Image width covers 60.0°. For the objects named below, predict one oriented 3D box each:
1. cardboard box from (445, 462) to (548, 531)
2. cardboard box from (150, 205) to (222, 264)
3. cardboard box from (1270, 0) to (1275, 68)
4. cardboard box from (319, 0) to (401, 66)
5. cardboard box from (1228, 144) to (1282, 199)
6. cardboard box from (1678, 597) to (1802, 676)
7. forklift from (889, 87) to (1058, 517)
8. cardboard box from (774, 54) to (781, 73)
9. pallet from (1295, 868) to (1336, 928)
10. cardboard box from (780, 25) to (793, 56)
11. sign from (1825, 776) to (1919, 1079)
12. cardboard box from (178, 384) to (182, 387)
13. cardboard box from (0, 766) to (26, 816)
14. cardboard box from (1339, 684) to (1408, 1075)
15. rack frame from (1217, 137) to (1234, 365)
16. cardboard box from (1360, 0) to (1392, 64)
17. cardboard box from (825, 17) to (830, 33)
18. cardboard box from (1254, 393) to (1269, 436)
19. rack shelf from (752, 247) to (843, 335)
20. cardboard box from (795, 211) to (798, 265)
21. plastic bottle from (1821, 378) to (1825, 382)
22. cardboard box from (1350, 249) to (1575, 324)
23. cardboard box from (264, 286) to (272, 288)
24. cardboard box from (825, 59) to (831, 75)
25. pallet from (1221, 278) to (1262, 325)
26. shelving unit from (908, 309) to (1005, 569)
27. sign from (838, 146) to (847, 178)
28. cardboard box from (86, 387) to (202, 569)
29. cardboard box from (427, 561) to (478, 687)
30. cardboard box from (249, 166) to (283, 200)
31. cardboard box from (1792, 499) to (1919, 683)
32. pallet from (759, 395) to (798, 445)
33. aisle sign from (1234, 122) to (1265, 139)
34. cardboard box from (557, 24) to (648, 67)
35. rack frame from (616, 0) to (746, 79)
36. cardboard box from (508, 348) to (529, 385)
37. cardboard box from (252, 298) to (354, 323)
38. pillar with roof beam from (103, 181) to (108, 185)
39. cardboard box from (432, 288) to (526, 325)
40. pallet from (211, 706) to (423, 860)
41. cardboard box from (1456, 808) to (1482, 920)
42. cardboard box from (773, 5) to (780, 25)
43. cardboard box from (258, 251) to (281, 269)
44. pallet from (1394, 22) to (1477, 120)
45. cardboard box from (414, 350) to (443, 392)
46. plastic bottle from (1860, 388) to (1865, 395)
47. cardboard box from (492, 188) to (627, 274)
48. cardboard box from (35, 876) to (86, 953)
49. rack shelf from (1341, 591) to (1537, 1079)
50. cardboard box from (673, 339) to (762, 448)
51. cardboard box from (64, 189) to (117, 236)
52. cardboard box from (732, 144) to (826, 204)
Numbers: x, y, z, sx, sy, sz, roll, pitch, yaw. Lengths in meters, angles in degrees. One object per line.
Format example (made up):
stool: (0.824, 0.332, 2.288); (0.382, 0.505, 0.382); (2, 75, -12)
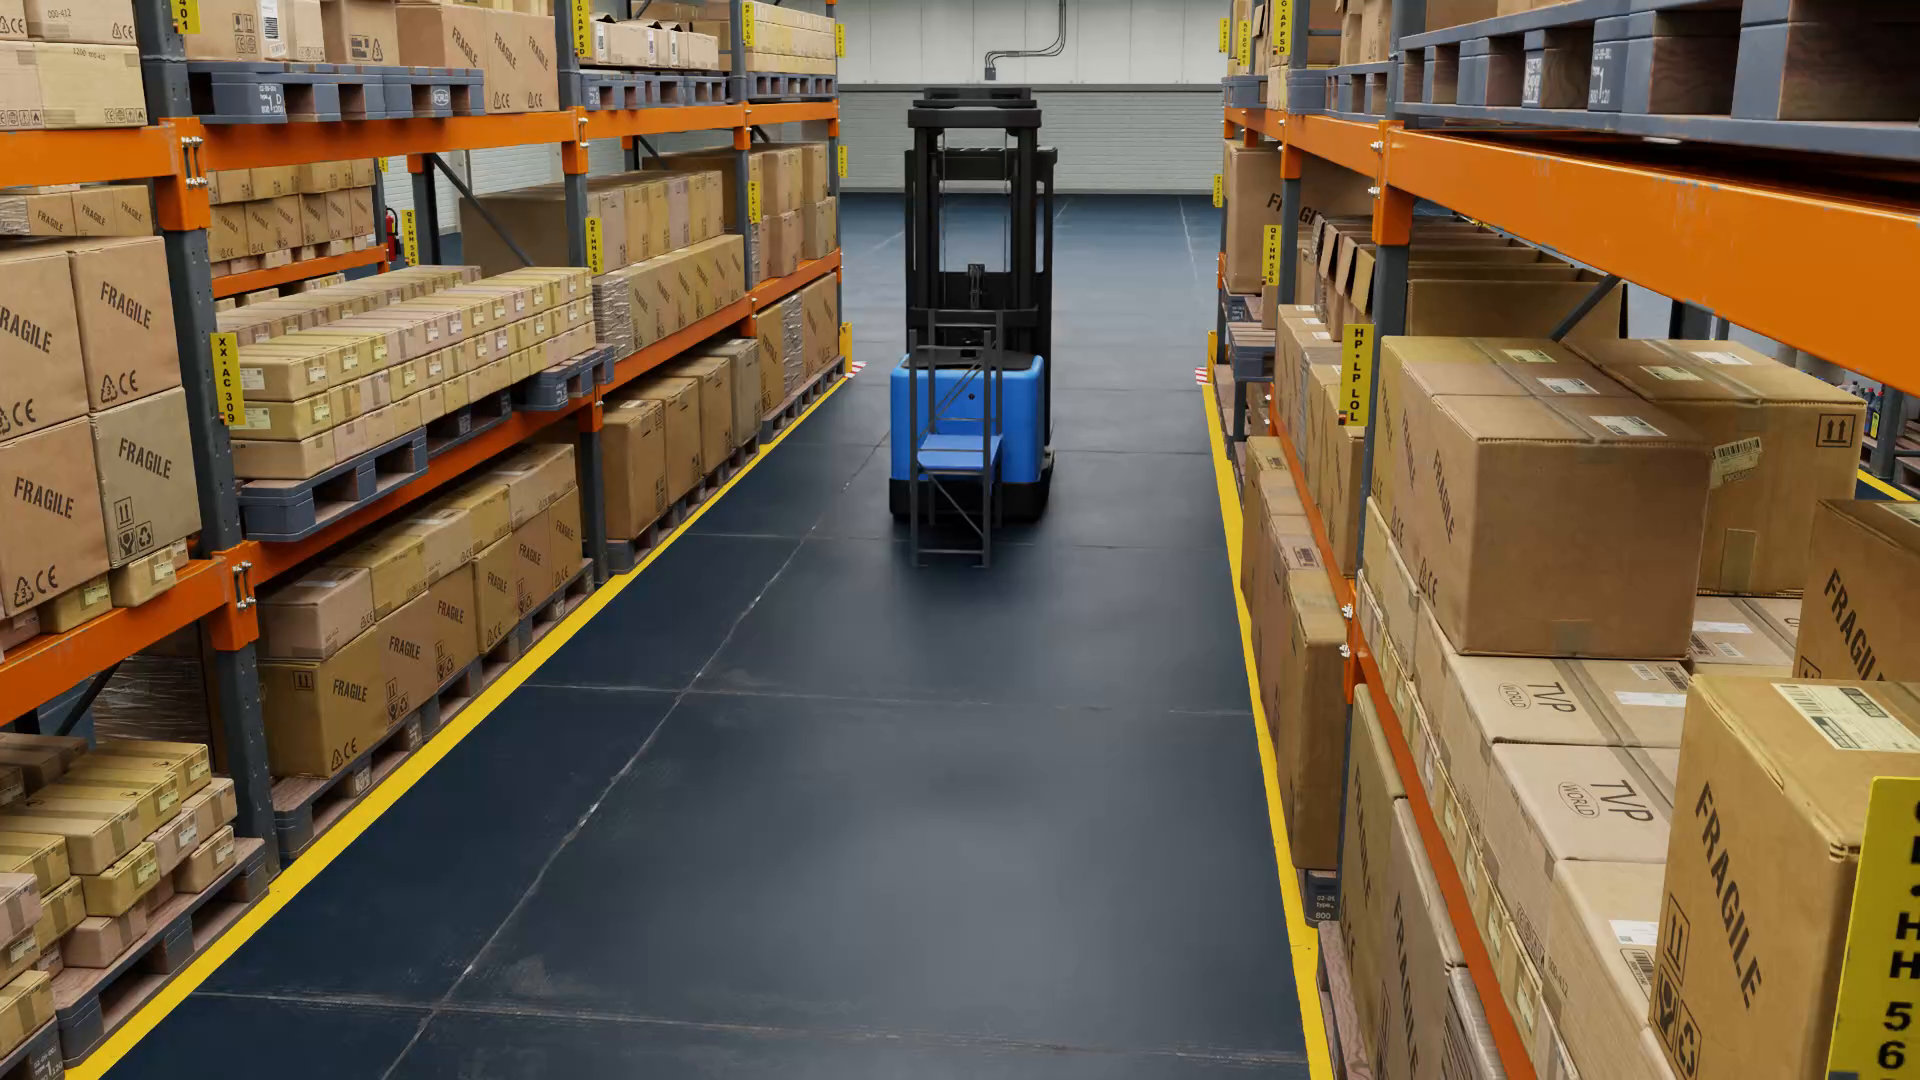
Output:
cardboard box: (-2.527, -0.240, 8.849); (0.500, 0.250, 0.500); (2, 15, 7)
cardboard box: (-6.816, -2.653, 14.464); (0.500, 0.500, 0.500); (2, 15, 6)
cardboard box: (2.176, -3.156, 10.190); (0.500, 0.500, 0.500); (2, 15, 7)
cardboard box: (-2.811, -2.258, 7.016); (0.797, 0.503, 0.637); (1, 15, 6)
cardboard box: (2.653, -3.251, 14.763); (0.500, 0.500, 0.500); (2, 15, 6)
cardboard box: (1.899, 0.330, 3.914); (0.500, 0.250, 0.500); (2, 15, 7)
forklift: (0.163, -1.908, 12.604); (1.130, 2.935, 3.031); (1, 15, 5)
cardboard box: (-1.749, -4.094, 14.296); (0.380, 0.149, 0.250); (1, 15, 5)
pallet: (1.813, 1.156, 6.484); (1.003, 0.211, 1.213); (2, 15, 6)
cardboard box: (-1.768, -4.386, 14.610); (0.500, 0.250, 0.500); (2, 15, 6)
sign: (0.812, 0.356, 1.425); (0.100, 0.325, 0.005); (2, 15, 6)
cardboard box: (-3.239, -0.563, 6.604); (0.380, 0.149, 0.250); (2, 15, 7)
cardboard box: (-3.451, 0.879, 5.683); (0.380, 0.149, 0.250); (2, 15, 9)
cardboard box: (1.647, 1.004, 4.970); (0.875, 0.875, 0.875); (2, 15, 6)
rack frame: (3.155, -3.100, 16.882); (1.000, 3.000, 0.127); (2, 15, 6)
cardboard box: (2.043, -2.196, 6.787); (0.797, 0.503, 0.637); (1, 15, 5)
cardboard box: (-1.492, -5.073, 16.389); (0.380, 0.149, 0.250); (2, 15, 7)
cardboard box: (2.541, -0.787, 12.272); (0.700, 0.500, 0.500); (2, 15, 6)
rack shelf: (-1.987, -2.407, 15.695); (1.077, 0.370, 4.000); (2, 15, 6)
cardboard box: (-2.006, -2.824, 15.572); (0.875, 0.550, 0.500); (2, 15, 6)
plastic bottle: (7.512, -1.274, 14.511); (0.097, 0.271, 0.097); (0, 15, 0)
cardboard box: (1.954, -0.864, 6.498); (0.797, 0.503, 0.637); (2, 15, 7)
cardboard box: (-7.059, -2.423, 17.401); (0.500, 0.500, 0.500); (1, 15, 4)
cardboard box: (-1.492, -4.689, 16.495); (0.380, 0.149, 0.250); (2, 15, 7)
pallet: (2.473, -1.777, 12.353); (1.003, 0.211, 1.213); (2, 15, 6)
shelving unit: (-0.012, -0.683, 10.816); (0.538, 1.500, 1.048); (1, 15, 5)
sign: (-1.224, -3.926, 17.264); (0.100, 0.325, 0.005); (2, 15, 6)
cardboard box: (-2.890, -0.219, 5.462); (0.500, 0.500, 0.500); (2, 15, 6)
cardboard box: (-2.665, 0.386, 7.972); (0.500, 0.500, 0.500); (2, 15, 7)
cardboard box: (-6.715, -3.398, 15.307); (0.700, 0.500, 0.500); (1, 15, 5)
cardboard box: (1.781, 0.235, 2.826); (0.500, 0.500, 0.500); (1, 15, 5)
pallet: (-2.050, -1.084, 14.767); (1.003, 0.211, 1.213); (2, 15, 6)
aisle sign: (2.864, -4.380, 16.635); (0.394, 0.787, 0.004); (2, 15, 6)
cardboard box: (-2.308, -3.136, 10.557); (0.500, 0.250, 0.500); (2, 15, 8)
rack frame: (-2.213, -5.131, 12.899); (1.000, 3.000, 0.127); (2, 15, 6)
cardboard box: (-2.382, -0.872, 8.319); (0.380, 0.149, 0.250); (1, 15, 4)
cardboard box: (-3.088, -1.047, 7.824); (0.380, 0.149, 0.250); (1, 15, 5)
pillar with roof beam: (-7.644, -7.709, 22.432); (9.100, 9.000, 0.400); (2, 15, 6)
cardboard box: (-2.384, -1.161, 8.247); (0.380, 0.149, 0.250); (2, 15, 6)
pallet: (-3.029, 0.984, 7.120); (1.003, 0.211, 1.213); (2, 15, 6)
cardboard box: (1.235, 0.672, 3.411); (0.380, 0.149, 0.250); (2, 15, 7)
cardboard box: (-1.749, -4.480, 14.195); (0.380, 0.149, 0.250); (1, 15, 5)
cardboard box: (-6.635, -2.637, 15.651); (0.380, 0.149, 0.250); (2, 15, 7)
pallet: (1.698, -1.181, 4.208); (1.003, 0.211, 1.213); (2, 15, 6)
cardboard box: (-2.501, -0.746, 7.281); (0.380, 0.149, 0.250); (2, 15, 9)
plastic bottle: (7.574, -1.131, 13.959); (0.061, 0.283, 0.133); (2, 15, 6)
cardboard box: (-2.548, -1.976, 10.617); (0.700, 0.500, 0.500); (1, 15, 5)
cardboard box: (-2.992, 1.163, 5.201); (0.380, 0.149, 0.250); (2, 15, 7)
rack shelf: (1.575, 0.878, 3.547); (1.077, 0.370, 4.000); (2, 15, 6)
cardboard box: (-2.194, -1.188, 13.316); (1.050, 0.750, 0.750); (2, 15, 6)
cardboard box: (-7.022, -2.494, 13.074); (0.500, 0.500, 0.500); (2, 15, 7)
cardboard box: (-1.813, -3.626, 16.469); (0.875, 0.550, 0.550); (2, 15, 6)
